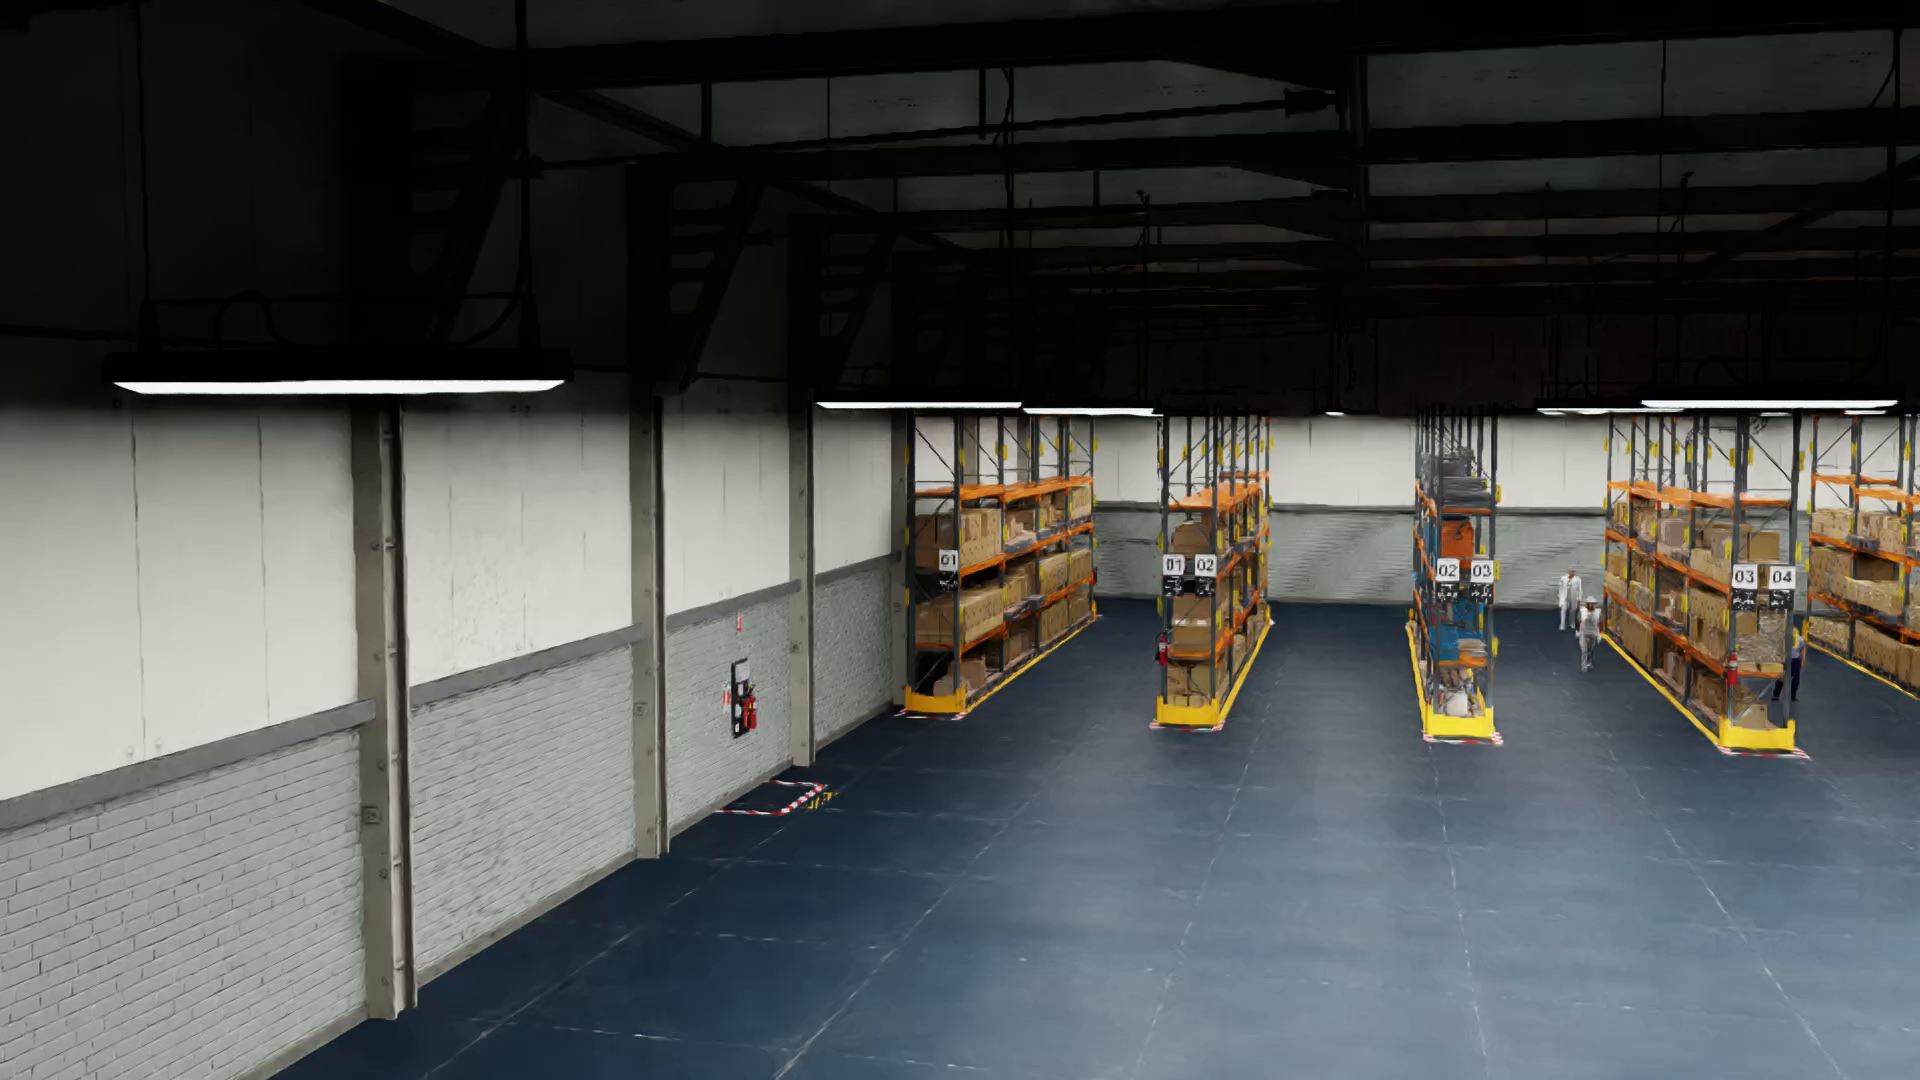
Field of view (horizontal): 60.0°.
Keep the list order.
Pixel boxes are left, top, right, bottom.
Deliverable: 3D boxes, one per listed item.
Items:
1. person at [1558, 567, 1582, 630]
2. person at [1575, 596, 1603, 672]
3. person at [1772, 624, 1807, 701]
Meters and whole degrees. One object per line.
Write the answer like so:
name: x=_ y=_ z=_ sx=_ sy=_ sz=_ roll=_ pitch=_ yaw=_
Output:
person: x=16.538 y=1.582 z=45.109 sx=0.614 sy=1.675 sz=1.143 roll=2 pitch=4 yaw=22
person: x=14.314 y=2.106 z=37.786 sx=0.563 sy=1.707 sz=1.127 roll=1 pitch=4 yaw=12
person: x=16.806 y=2.487 z=33.710 sx=0.625 sy=1.581 sz=0.517 roll=1 pitch=4 yaw=12
